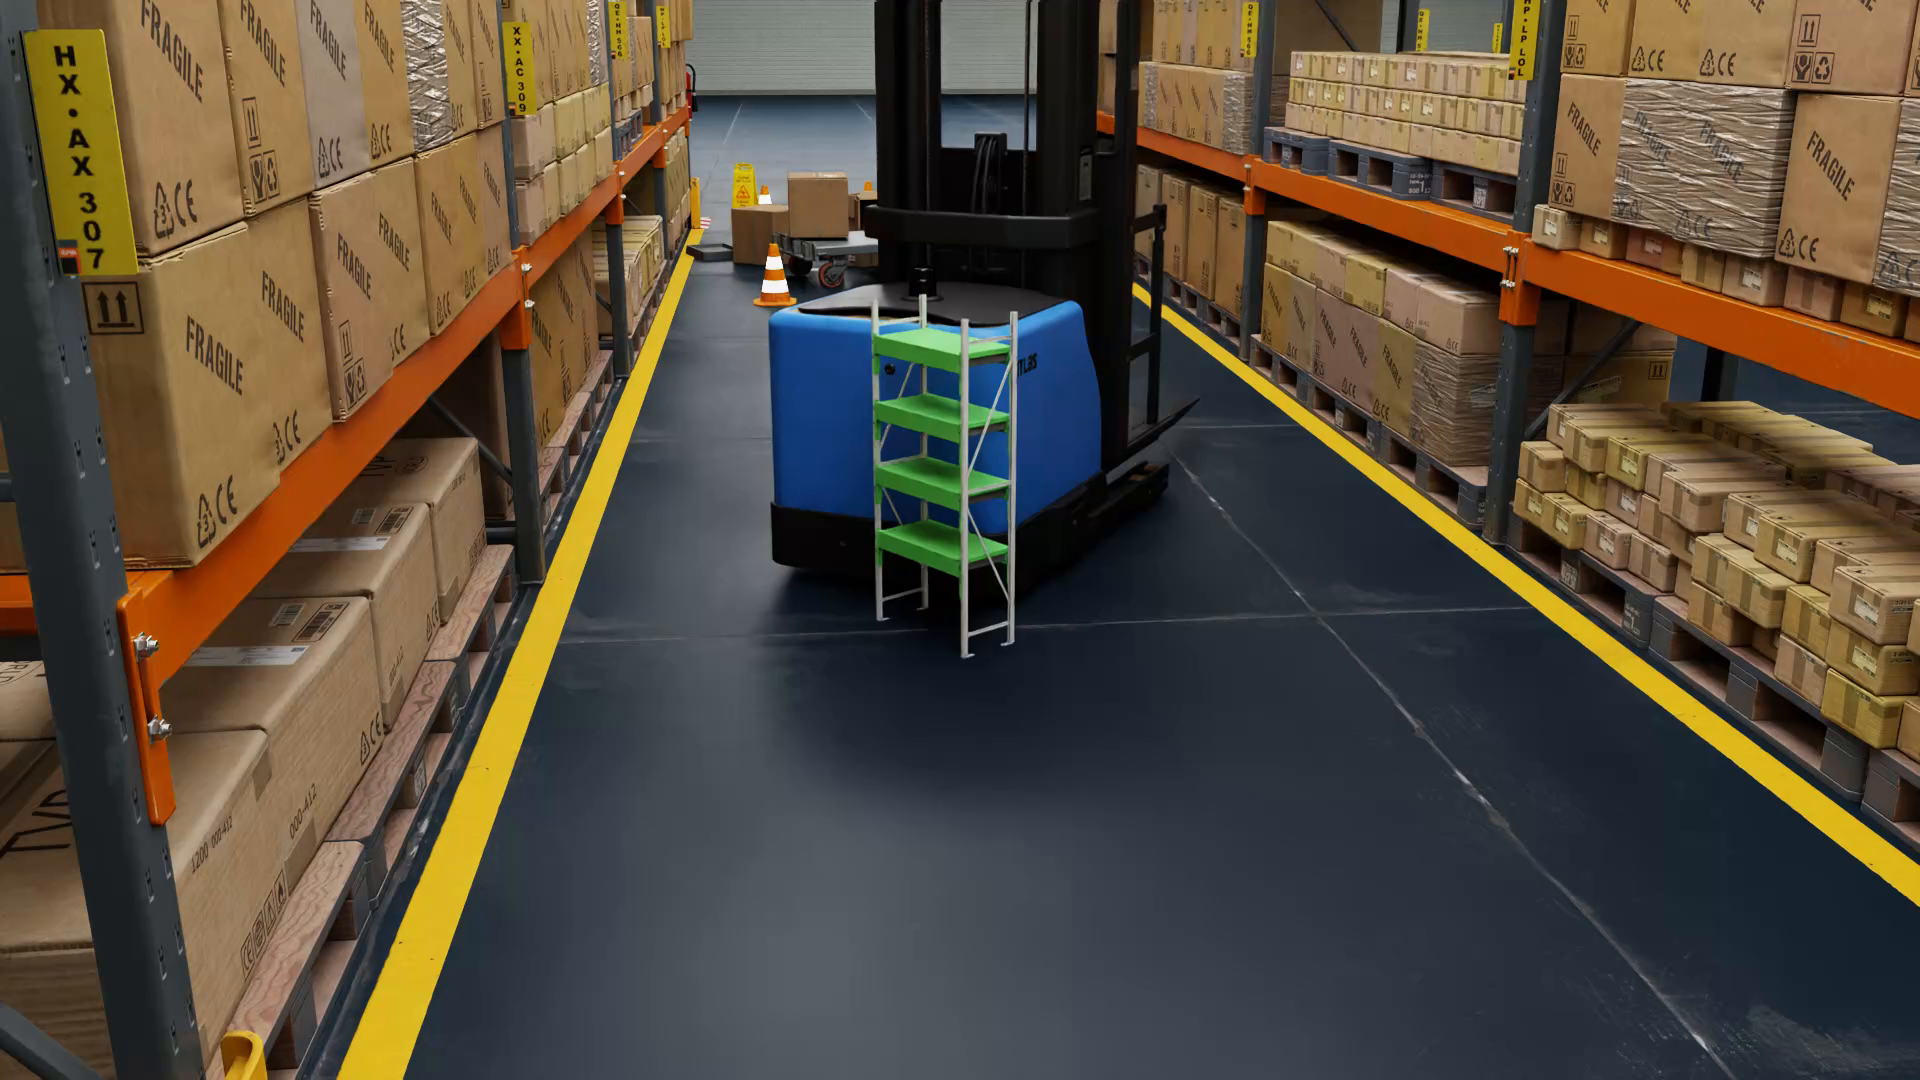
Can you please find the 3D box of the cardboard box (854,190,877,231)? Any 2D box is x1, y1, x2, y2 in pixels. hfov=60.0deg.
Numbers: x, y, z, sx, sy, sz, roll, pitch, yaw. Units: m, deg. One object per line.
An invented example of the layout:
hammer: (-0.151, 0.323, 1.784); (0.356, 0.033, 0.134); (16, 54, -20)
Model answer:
cardboard box: (-0.590, -2.974, 15.583); (0.797, 0.637, 0.503); (-2, 18, -6)

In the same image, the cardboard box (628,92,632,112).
cardboard box: (-2.536, -3.106, 11.782); (0.380, 0.149, 0.250); (-1, 17, -4)

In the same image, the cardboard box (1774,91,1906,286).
cardboard box: (2.716, -1.009, 4.719); (0.500, 0.500, 0.500); (-1, 17, -3)

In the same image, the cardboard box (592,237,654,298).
cardboard box: (-2.774, -2.001, 12.230); (0.950, 0.372, 0.625); (-1, 17, -4)

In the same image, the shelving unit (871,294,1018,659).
shelving unit: (-0.059, -0.234, 5.918); (0.258, 1.200, 0.503); (-14, 22, -38)

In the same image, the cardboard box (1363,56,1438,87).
cardboard box: (2.336, -2.452, 8.706); (0.380, 0.149, 0.250); (-1, 17, -4)

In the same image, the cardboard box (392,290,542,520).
cardboard box: (-2.300, -0.617, 6.982); (0.875, 0.875, 0.875); (-1, 17, -4)

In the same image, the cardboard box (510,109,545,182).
cardboard box: (-1.921, -1.555, 6.539); (0.500, 0.250, 0.500); (-2, 18, -7)

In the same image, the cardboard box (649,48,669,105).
cardboard box: (-2.750, -3.961, 14.124); (0.500, 0.500, 0.500); (-2, 18, -6)

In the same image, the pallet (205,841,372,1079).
pallet: (-1.904, 1.038, 3.519); (1.003, 0.211, 1.213); (-2, 18, -6)

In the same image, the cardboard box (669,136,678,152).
cardboard box: (-2.813, -3.644, 15.332); (0.380, 0.149, 0.250); (-1, 17, -2)

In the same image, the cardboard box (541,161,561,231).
cardboard box: (-1.994, -1.470, 7.103); (0.500, 0.250, 0.500); (-2, 18, -7)

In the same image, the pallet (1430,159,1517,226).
pallet: (2.823, -1.572, 7.498); (1.003, 0.211, 1.213); (-2, 18, -6)

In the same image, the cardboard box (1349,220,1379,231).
cardboard box: (2.675, -1.793, 10.101); (0.500, 0.250, 0.500); (-2, 18, -7)

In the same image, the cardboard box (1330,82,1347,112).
cardboard box: (2.281, -2.460, 9.228); (0.380, 0.149, 0.250); (-2, 18, -5)

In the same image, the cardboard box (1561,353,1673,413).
cardboard box: (2.944, -0.668, 7.768); (0.500, 0.500, 0.500); (-1, 17, -3)

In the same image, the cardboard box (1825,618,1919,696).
cardboard box: (2.709, 0.321, 4.709); (0.380, 0.149, 0.250); (-2, 17, -5)

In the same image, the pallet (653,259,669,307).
pallet: (-2.900, -2.070, 13.417); (1.003, 0.211, 1.213); (-2, 18, -6)

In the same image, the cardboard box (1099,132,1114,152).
cardboard box: (1.840, -3.460, 16.035); (0.875, 0.875, 0.875); (-2, 18, -5)

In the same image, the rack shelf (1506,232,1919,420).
rack shelf: (2.963, -0.493, 4.939); (1.077, 0.370, 4.000); (-2, 18, -6)

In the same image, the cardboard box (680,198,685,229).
cardboard box: (-2.938, -3.169, 16.154); (0.500, 0.250, 0.500); (-2, 18, -8)

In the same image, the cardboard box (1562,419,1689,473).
cardboard box: (2.556, -0.363, 6.390); (0.380, 0.149, 0.250); (-1, 17, -3)

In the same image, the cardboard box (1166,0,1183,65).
cardboard box: (2.044, -4.039, 13.198); (0.700, 0.500, 0.500); (-2, 18, -7)

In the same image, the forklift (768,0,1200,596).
forklift: (0.330, -1.585, 7.332); (1.130, 2.935, 3.031); (8, 19, 24)

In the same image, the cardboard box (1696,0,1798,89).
cardboard box: (2.651, -1.651, 5.096); (0.500, 0.500, 0.500); (-1, 17, -5)

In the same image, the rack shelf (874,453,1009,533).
rack shelf: (-0.059, -0.173, 5.937); (0.258, 0.148, 0.480); (-14, 22, -38)

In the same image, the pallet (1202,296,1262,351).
pallet: (2.338, -1.530, 11.699); (1.003, 0.211, 1.213); (-2, 18, -6)

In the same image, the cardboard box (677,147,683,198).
cardboard box: (-2.950, -3.533, 16.062); (0.500, 0.500, 0.500); (-2, 18, -7)

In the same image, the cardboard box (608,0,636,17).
cardboard box: (-2.574, -3.915, 12.192); (0.380, 0.149, 0.250); (-3, 18, -8)

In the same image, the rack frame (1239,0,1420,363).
rack frame: (2.344, -2.623, 10.525); (1.000, 3.000, 0.127); (-2, 18, -6)

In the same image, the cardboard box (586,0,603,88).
cardboard box: (-2.194, -2.667, 8.827); (0.500, 0.500, 0.500); (-1, 17, -5)

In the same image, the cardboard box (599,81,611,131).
cardboard box: (-2.266, -2.471, 9.455); (0.500, 0.250, 0.500); (-2, 18, -6)

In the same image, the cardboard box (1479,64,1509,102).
cardboard box: (2.493, -1.990, 7.232); (0.380, 0.149, 0.250); (-2, 18, -7)

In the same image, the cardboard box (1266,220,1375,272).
cardboard box: (2.174, -1.776, 10.046); (0.500, 0.250, 0.500); (-3, 18, -8)

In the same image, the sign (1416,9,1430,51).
sign: (2.883, -3.158, 10.426); (0.100, 0.325, 0.005); (-2, 18, -6)

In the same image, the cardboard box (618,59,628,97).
cardboard box: (-2.446, -3.127, 10.764); (0.500, 0.500, 0.500); (-1, 17, -3)

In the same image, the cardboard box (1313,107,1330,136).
cardboard box: (2.245, -2.404, 9.545); (0.380, 0.149, 0.250); (-1, 17, -3)

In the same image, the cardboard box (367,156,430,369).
cardboard box: (-1.691, -0.707, 4.255); (0.500, 0.500, 0.500); (-1, 17, -4)

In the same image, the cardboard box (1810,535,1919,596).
cardboard box: (2.777, 0.097, 4.926); (0.380, 0.149, 0.250); (-2, 18, -7)

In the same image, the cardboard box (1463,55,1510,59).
cardboard box: (2.952, -2.551, 9.021); (0.380, 0.149, 0.250); (-2, 18, -6)

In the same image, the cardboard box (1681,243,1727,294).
cardboard box: (2.624, -0.906, 5.476); (0.380, 0.149, 0.250); (-1, 17, -5)

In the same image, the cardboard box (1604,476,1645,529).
cardboard box: (2.652, -0.152, 6.214); (0.380, 0.149, 0.250); (-2, 18, -6)

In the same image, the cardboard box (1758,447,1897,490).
cardboard box: (3.100, -0.229, 5.964); (0.380, 0.149, 0.250); (-1, 17, -4)

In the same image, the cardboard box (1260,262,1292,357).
cardboard box: (2.163, -1.412, 10.140); (0.500, 0.500, 0.500); (-3, 18, -8)

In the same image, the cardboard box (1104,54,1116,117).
cardboard box: (1.802, -4.159, 15.167); (0.875, 0.550, 0.550); (-2, 18, -6)

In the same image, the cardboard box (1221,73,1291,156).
cardboard box: (2.031, -2.797, 10.911); (0.500, 0.500, 0.500); (-2, 18, -6)

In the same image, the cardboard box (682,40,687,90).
cardboard box: (-3.064, -4.860, 16.987); (0.500, 0.500, 0.500); (-2, 18, -7)

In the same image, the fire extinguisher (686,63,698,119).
fire extinguisher: (-2.948, -4.835, 17.700); (0.296, 0.674, 0.183); (-2, 18, -6)

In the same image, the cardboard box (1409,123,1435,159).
cardboard box: (2.408, -1.933, 8.046); (0.380, 0.149, 0.250); (-3, 18, -8)

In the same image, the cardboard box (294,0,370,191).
cardboard box: (-1.631, -1.040, 3.646); (0.500, 0.500, 0.500); (-2, 18, -6)

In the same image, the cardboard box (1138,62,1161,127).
cardboard box: (1.718, -3.698, 13.781); (0.500, 0.500, 0.500); (-2, 17, -5)

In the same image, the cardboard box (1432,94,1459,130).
cardboard box: (2.436, -2.000, 7.762); (0.380, 0.149, 0.250); (-2, 18, -7)

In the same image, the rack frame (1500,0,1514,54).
rack frame: (6.463, -5.130, 18.509); (1.000, 3.000, 0.127); (-2, 18, -6)

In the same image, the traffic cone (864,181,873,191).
traffic cone: (-0.998, -3.661, 18.065); (0.336, 0.463, 0.334); (-2, 18, -6)

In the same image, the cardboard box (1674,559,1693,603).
cardboard box: (2.718, 0.152, 5.745); (0.380, 0.149, 0.250); (-3, 18, -8)
